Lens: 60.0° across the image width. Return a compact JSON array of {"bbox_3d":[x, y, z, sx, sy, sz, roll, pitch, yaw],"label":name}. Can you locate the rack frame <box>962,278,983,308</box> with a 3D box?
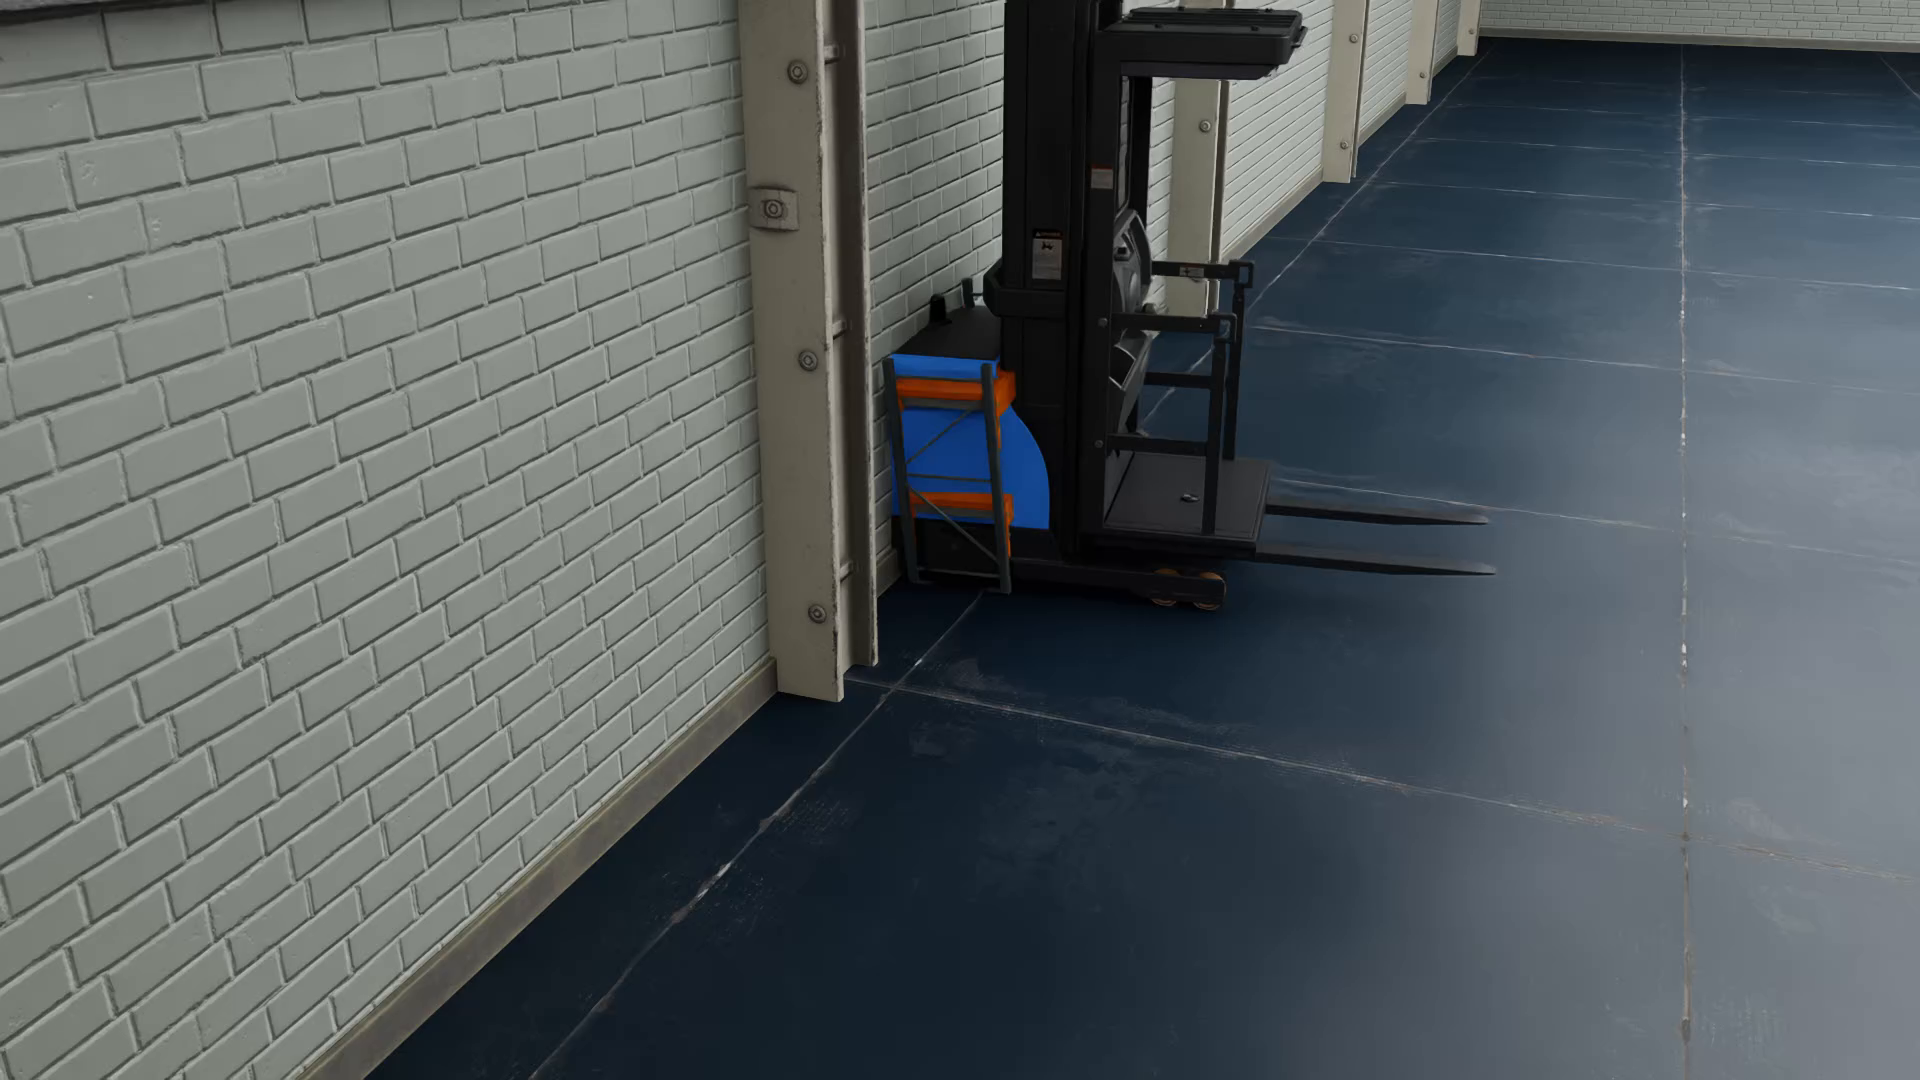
[{"bbox_3d":[0.297,-0.757,8.269,0.500,1.125,0.032,5,30,20],"label":"rack frame"}]

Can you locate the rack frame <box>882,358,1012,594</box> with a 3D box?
[{"bbox_3d":[-0.052,-0.275,7.444,0.500,1.125,0.032,5,30,20],"label":"rack frame"}]

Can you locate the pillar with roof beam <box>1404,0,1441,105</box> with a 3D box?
[{"bbox_3d":[10.124,-9.417,19.119,9.100,9.000,0.400,9,24,20],"label":"pillar with roof beam"}]

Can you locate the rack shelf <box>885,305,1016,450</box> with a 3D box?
[{"bbox_3d":[0.096,-0.772,7.718,0.538,0.278,1.000,5,30,20],"label":"rack shelf"}]

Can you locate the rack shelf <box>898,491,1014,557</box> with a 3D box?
[{"bbox_3d":[0.145,-0.302,7.972,0.538,0.278,1.000,5,30,20],"label":"rack shelf"}]

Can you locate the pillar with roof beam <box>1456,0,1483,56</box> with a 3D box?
[{"bbox_3d":[12.353,-11.564,24.259,9.100,9.000,0.400,9,24,20],"label":"pillar with roof beam"}]

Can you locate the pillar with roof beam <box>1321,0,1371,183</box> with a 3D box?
[{"bbox_3d":[7.895,-7.270,13.978,9.100,9.000,0.400,9,24,20],"label":"pillar with roof beam"}]

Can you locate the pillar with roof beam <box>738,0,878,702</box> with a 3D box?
[{"bbox_3d":[3.438,-2.975,3.698,9.100,9.000,0.400,9,24,20],"label":"pillar with roof beam"}]

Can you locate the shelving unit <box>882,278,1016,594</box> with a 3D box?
[{"bbox_3d":[0.123,-0.516,7.856,0.538,1.125,1.048,5,30,20],"label":"shelving unit"}]

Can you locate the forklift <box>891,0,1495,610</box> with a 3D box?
[{"bbox_3d":[0.964,-1.263,7.470,3.031,2.935,1.130,5,23,13],"label":"forklift"}]

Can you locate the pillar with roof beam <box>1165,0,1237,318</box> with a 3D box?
[{"bbox_3d":[5.666,-5.122,8.838,9.100,9.000,0.400,9,24,20],"label":"pillar with roof beam"}]
